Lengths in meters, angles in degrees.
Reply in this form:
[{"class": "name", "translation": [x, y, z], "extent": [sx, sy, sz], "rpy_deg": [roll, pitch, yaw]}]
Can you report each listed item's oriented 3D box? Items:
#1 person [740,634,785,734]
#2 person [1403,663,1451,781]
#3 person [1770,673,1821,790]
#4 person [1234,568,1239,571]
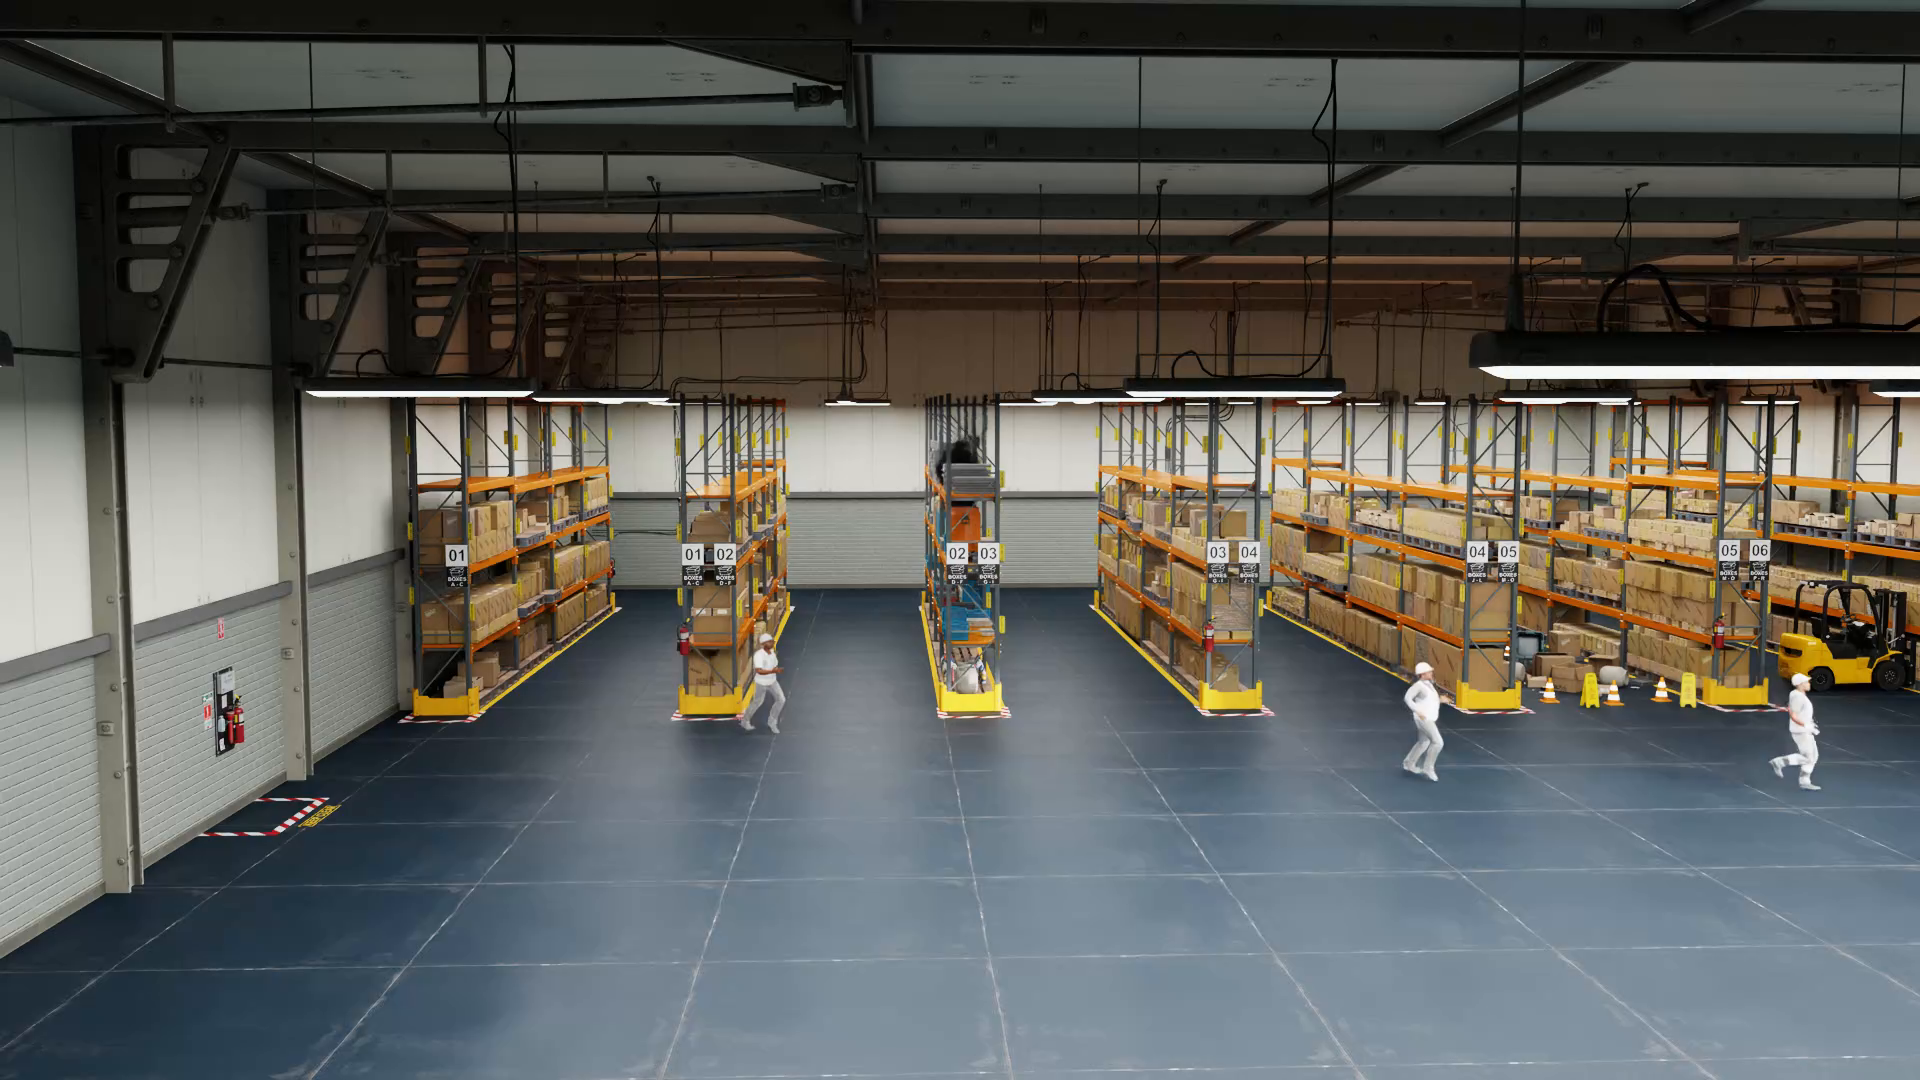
[{"class": "person", "translation": [-3.426, 2.533, 29.300], "extent": [0.885, 1.796, 0.713], "rpy_deg": [3, 5, 29]}, {"class": "person", "translation": [7.226, 2.810, 25.767], "extent": [0.715, 1.824, 0.637], "rpy_deg": [2, 5, 26]}, {"class": "person", "translation": [12.606, 2.877, 25.047], "extent": [0.704, 1.749, 0.656], "rpy_deg": [2, 5, 27]}, {"class": "person", "translation": [7.155, 1.532, 42.483], "extent": [0.555, 1.727, 0.660], "rpy_deg": [-1, 5, -10]}]
